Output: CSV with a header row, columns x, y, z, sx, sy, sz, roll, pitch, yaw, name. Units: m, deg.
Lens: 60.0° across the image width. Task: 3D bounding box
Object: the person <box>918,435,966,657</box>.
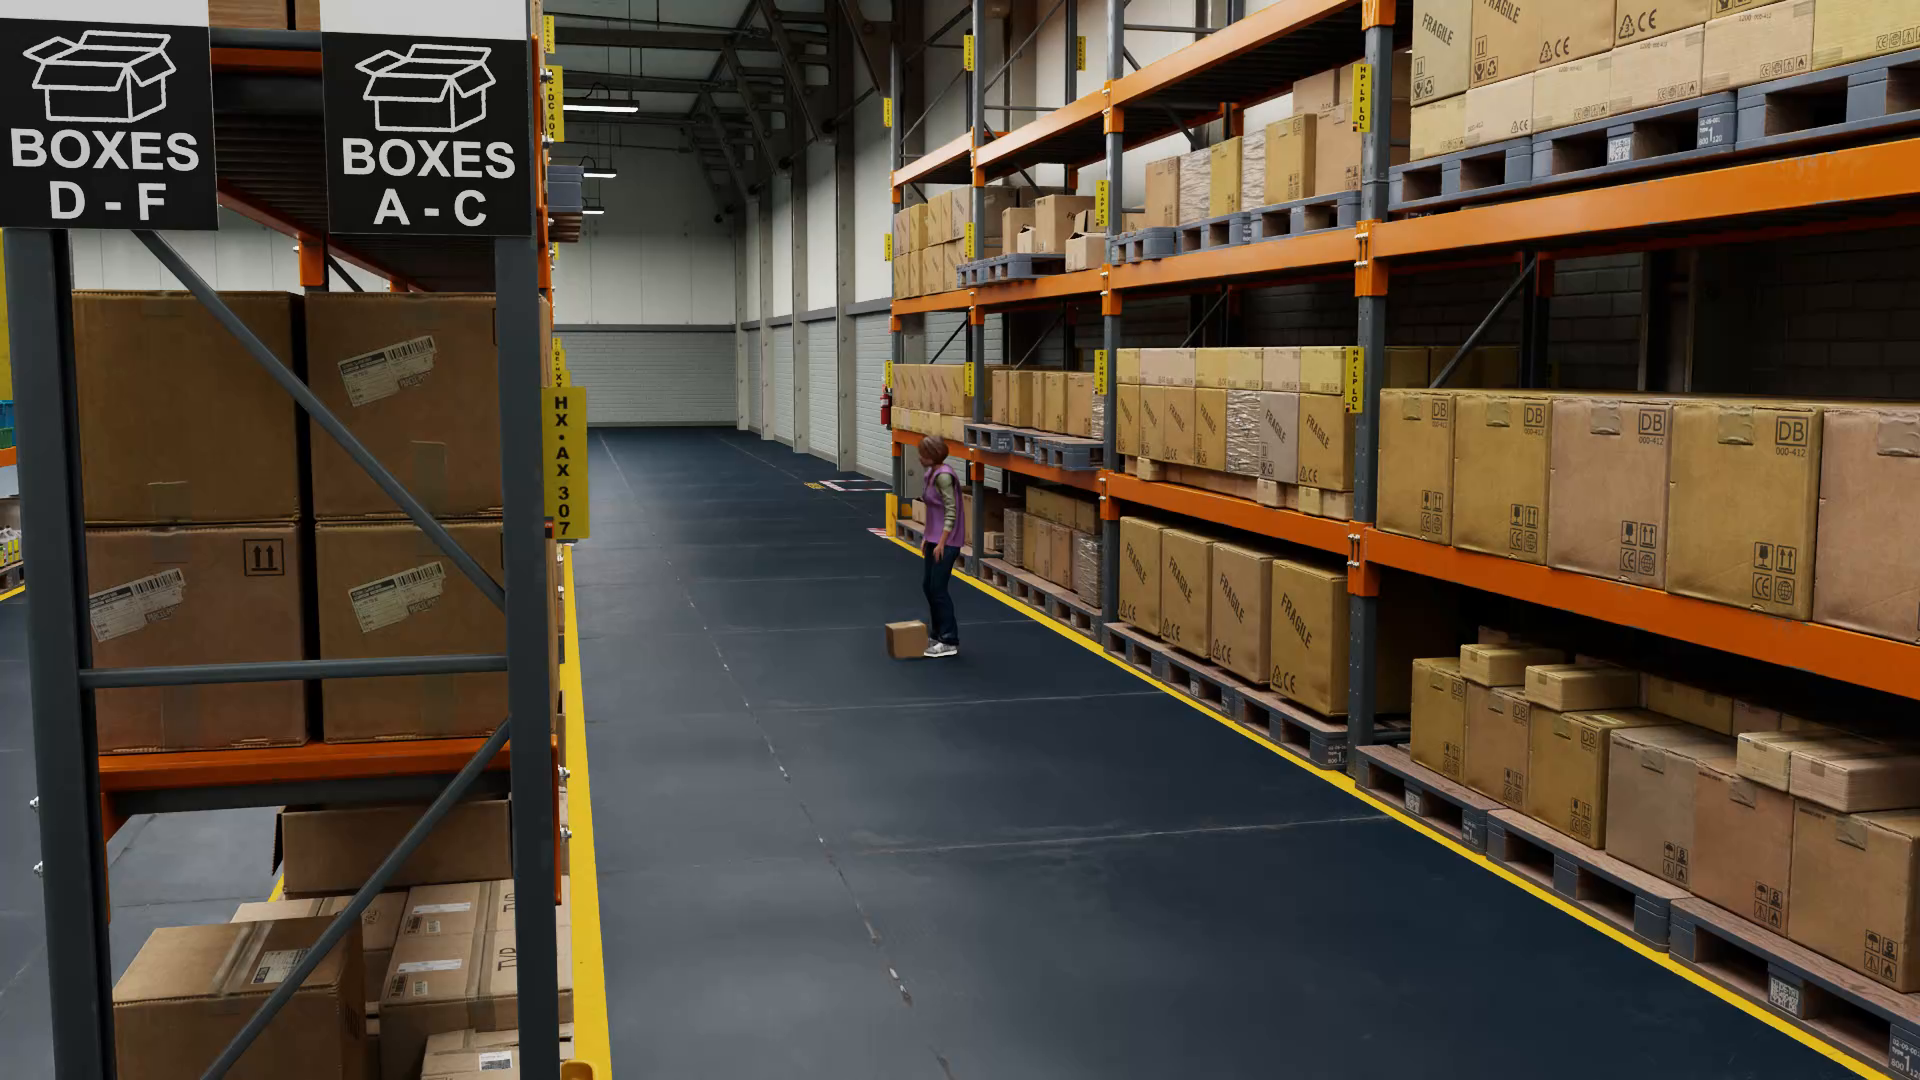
x,y,z,sx,sy,sz,roll,pitch,yaw,name
-0.145,0.037,12.038,0.336,1.594,0.460,-2,7,-16,person
